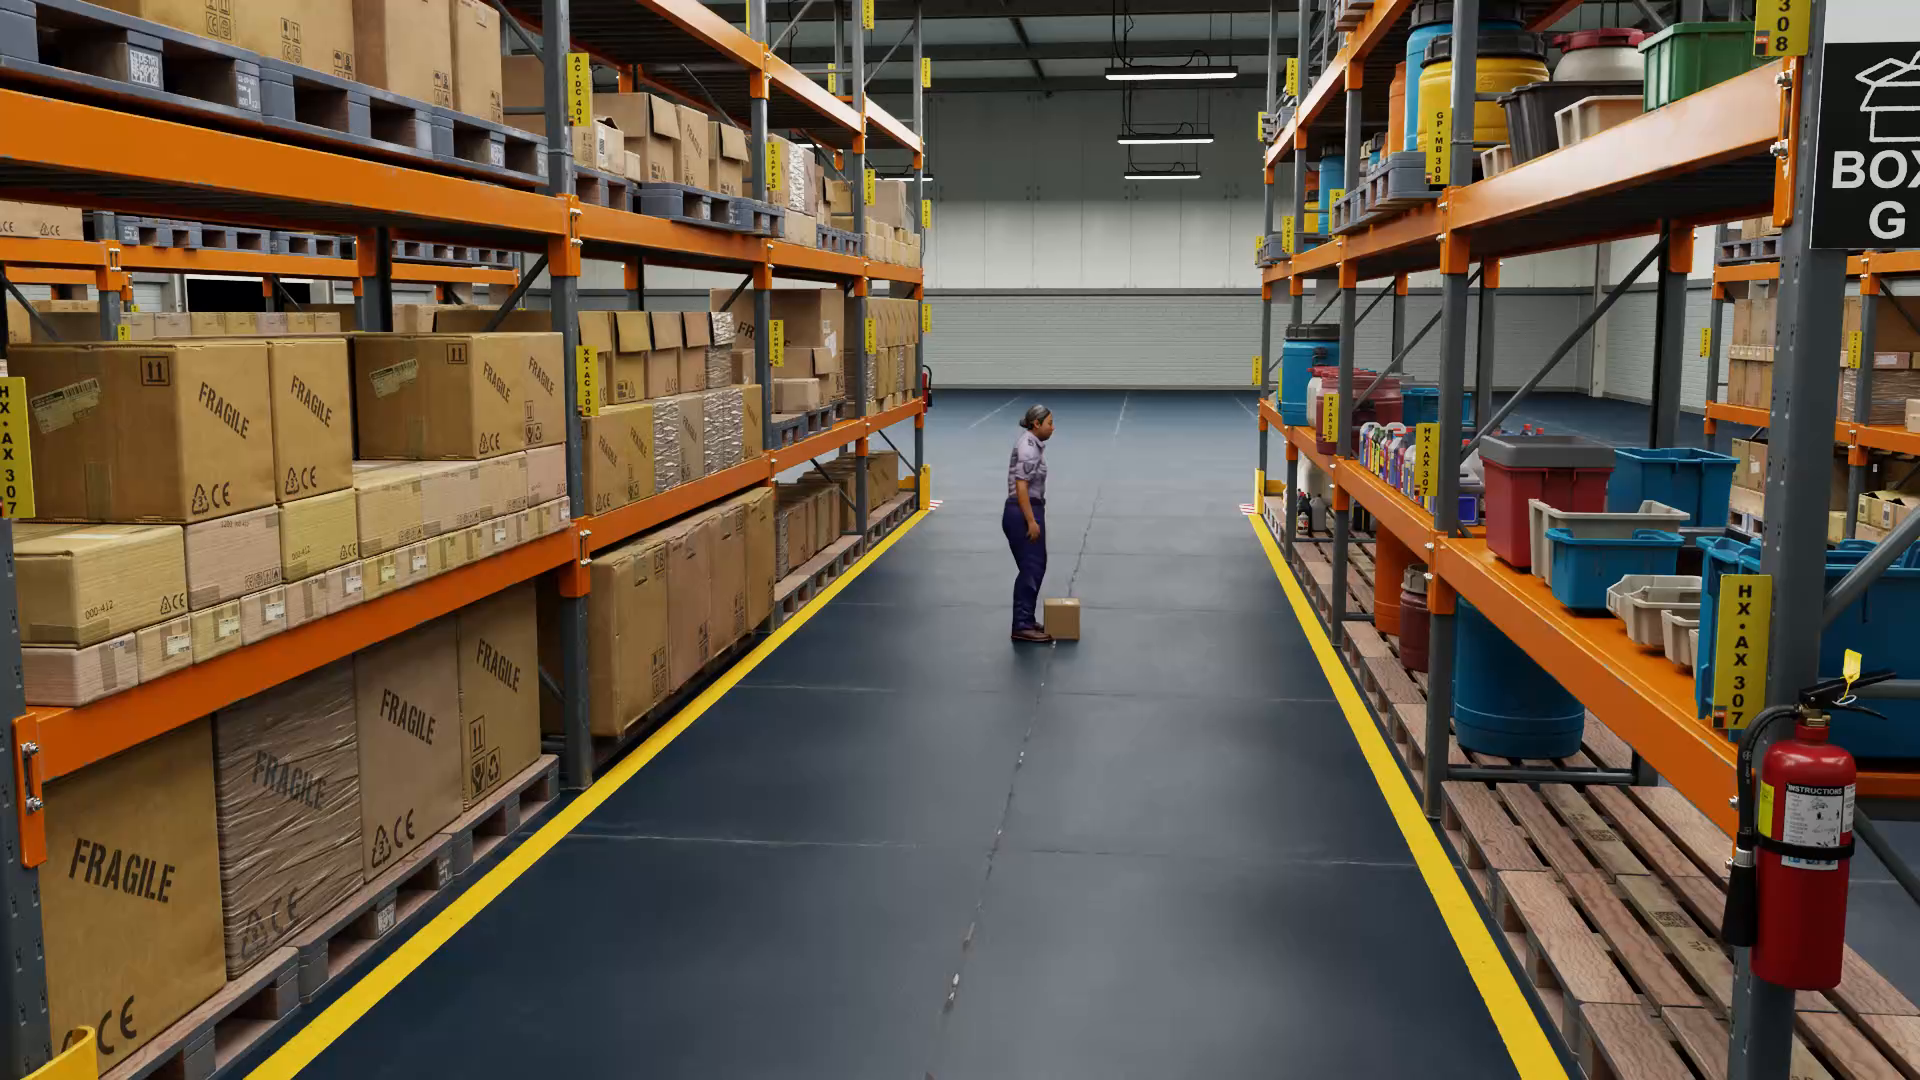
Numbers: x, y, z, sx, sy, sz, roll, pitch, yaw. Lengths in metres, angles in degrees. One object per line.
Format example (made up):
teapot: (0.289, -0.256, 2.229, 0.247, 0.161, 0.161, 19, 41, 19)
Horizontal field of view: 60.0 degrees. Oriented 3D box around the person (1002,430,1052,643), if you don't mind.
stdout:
person: (0.488, -0.046, 11.819, 0.369, 1.477, 0.530, 1, 8, 6)
